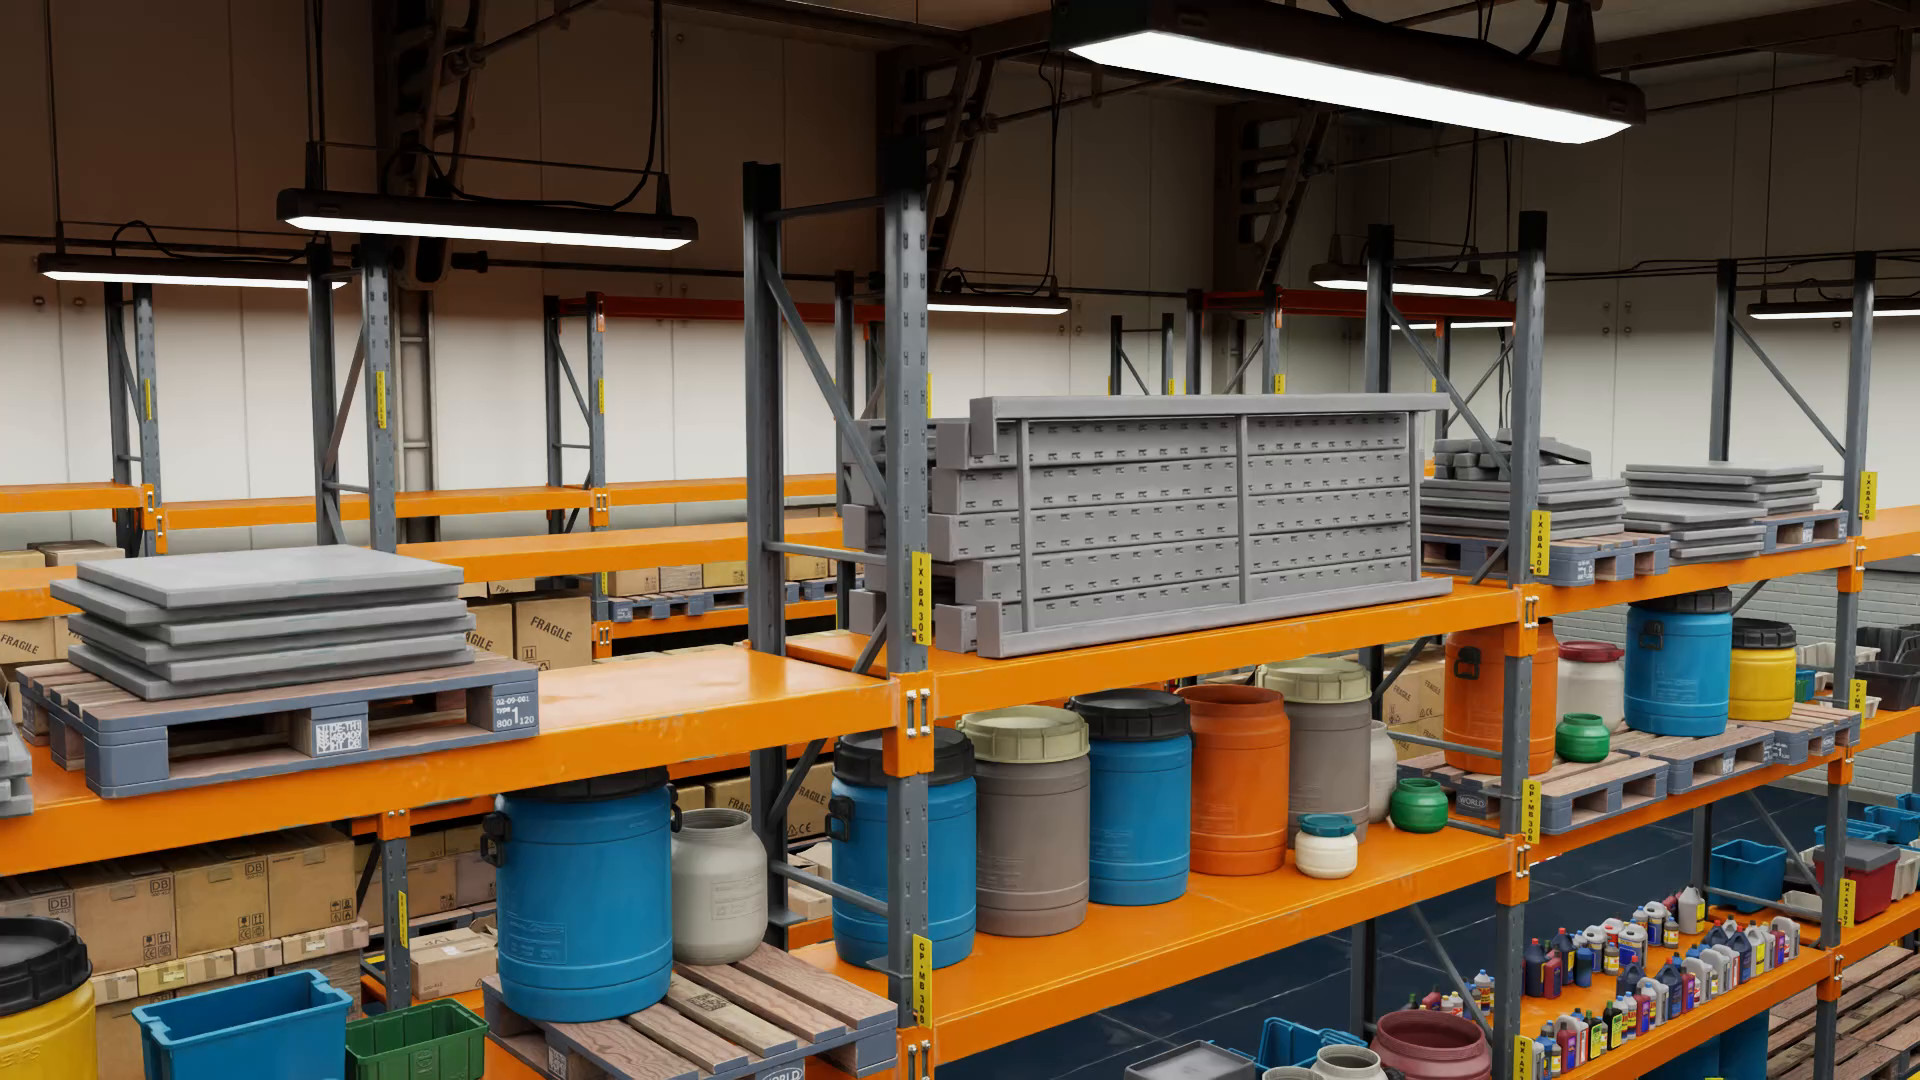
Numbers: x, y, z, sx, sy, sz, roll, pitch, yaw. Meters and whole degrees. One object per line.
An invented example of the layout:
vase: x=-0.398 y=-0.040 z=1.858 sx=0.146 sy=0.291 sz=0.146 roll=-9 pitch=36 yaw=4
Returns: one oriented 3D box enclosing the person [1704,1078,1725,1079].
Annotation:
person: x=3.848 y=3.512 z=8.305 sx=0.665 sy=1.732 sz=0.624 roll=-4 pitch=7 yaw=-33
